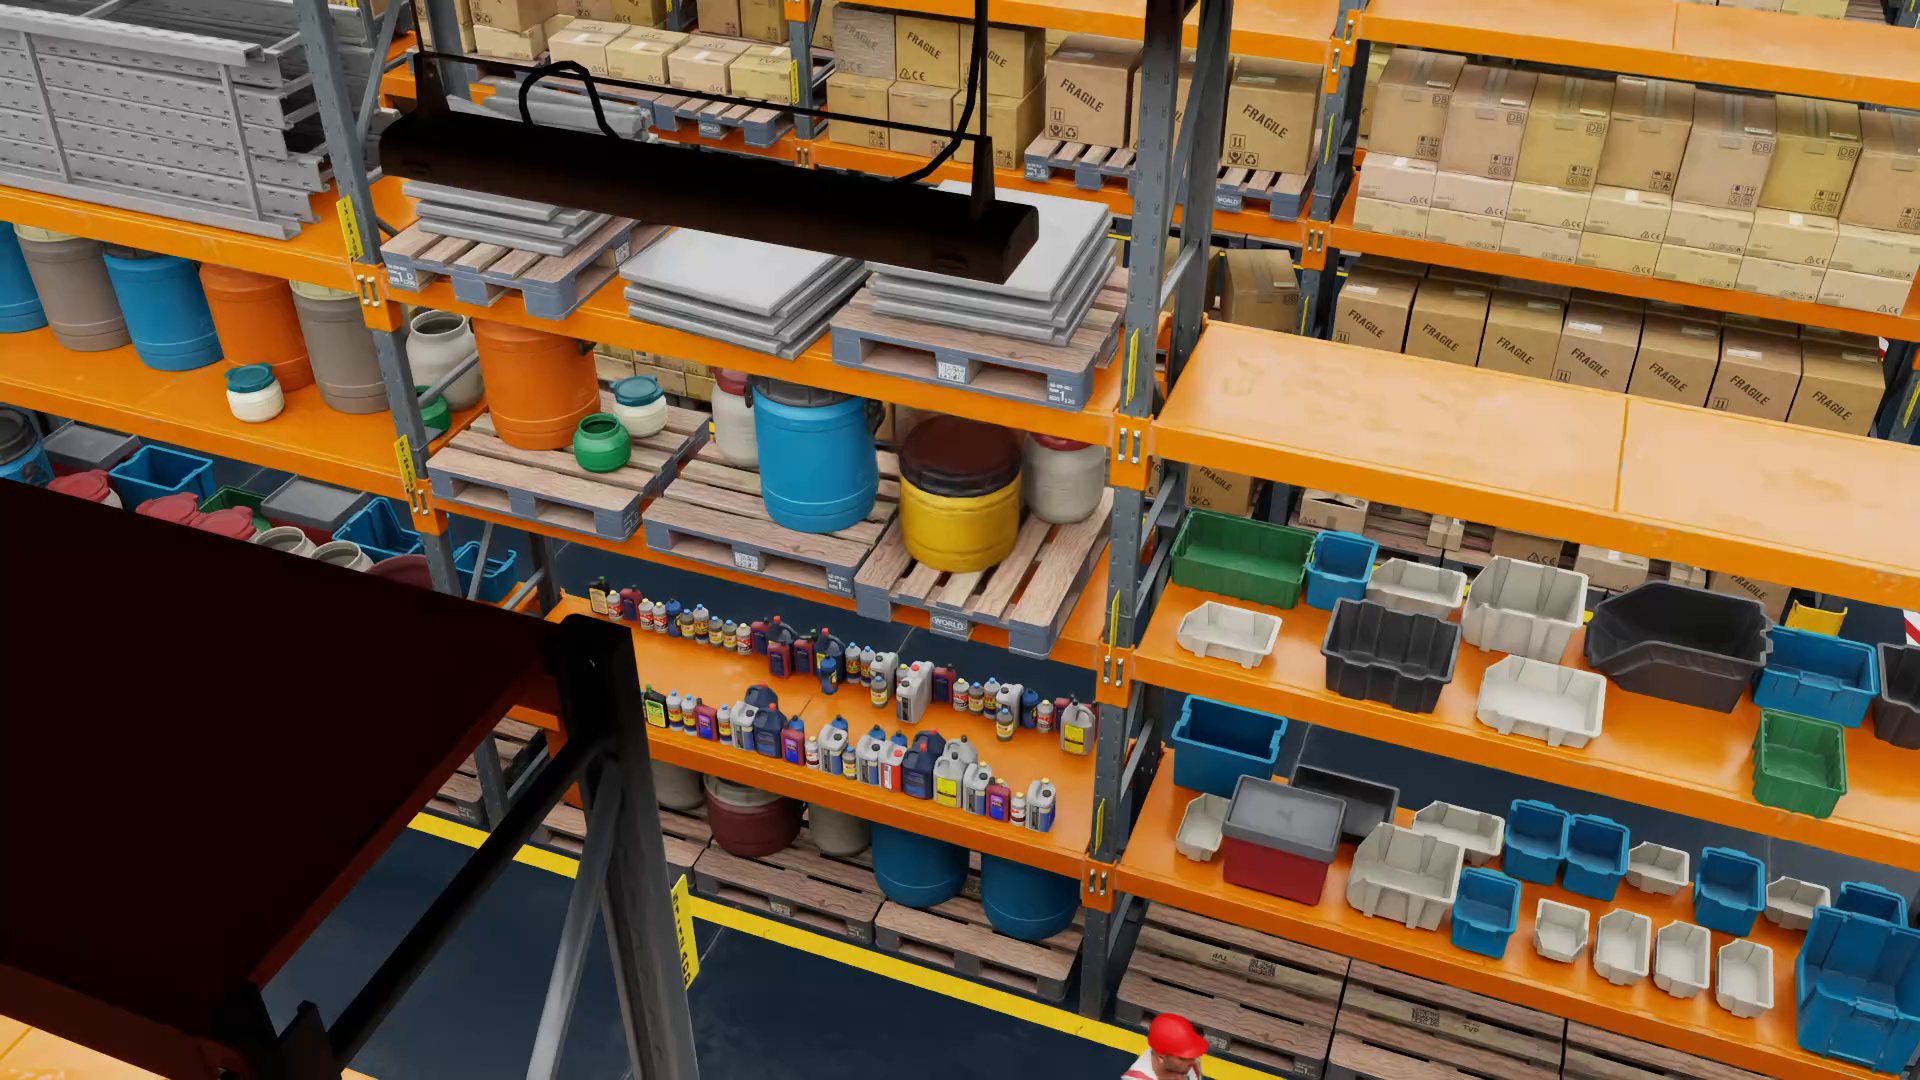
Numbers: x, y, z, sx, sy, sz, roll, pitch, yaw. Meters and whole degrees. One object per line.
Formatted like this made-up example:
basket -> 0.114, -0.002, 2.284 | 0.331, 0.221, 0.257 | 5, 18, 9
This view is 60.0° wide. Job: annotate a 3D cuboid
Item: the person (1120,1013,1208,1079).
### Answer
person -> 1.009, 2.916, 7.931 | 0.791, 1.763, 0.563 | 24, 43, 29
